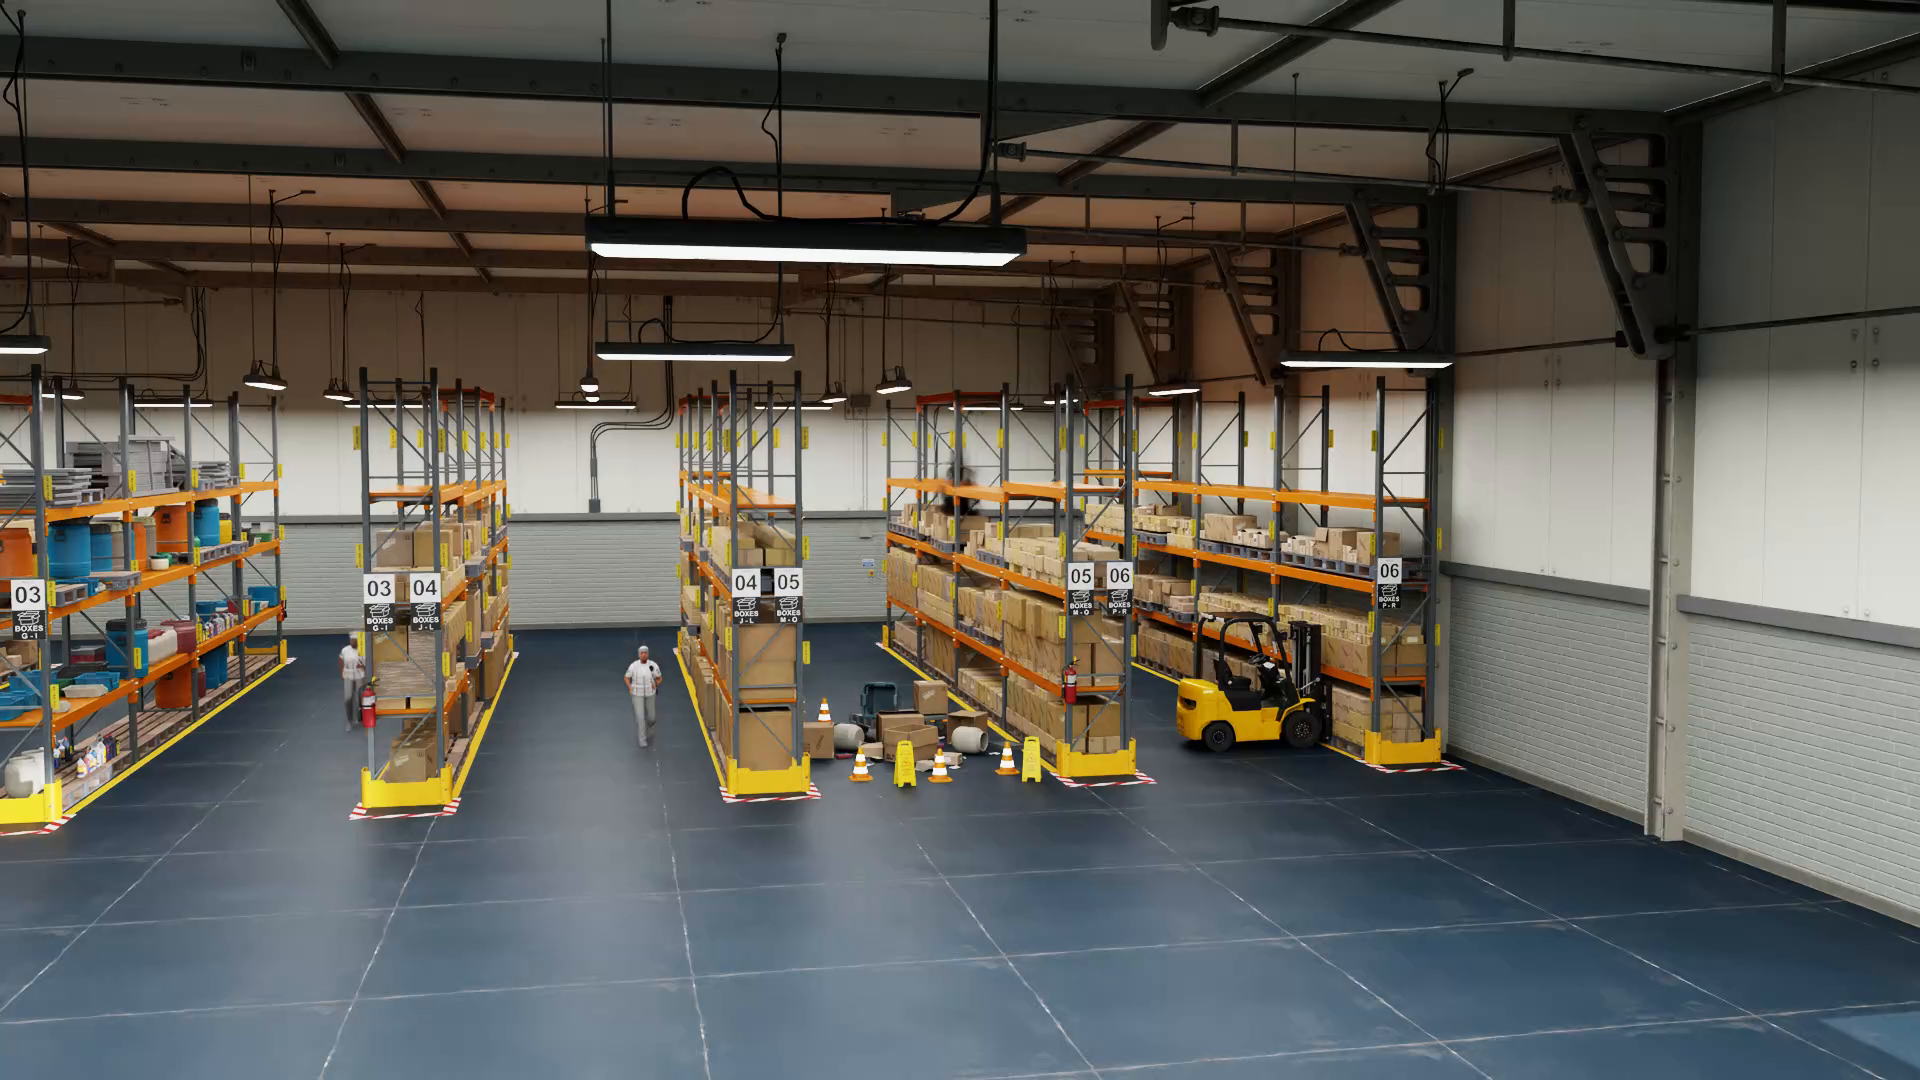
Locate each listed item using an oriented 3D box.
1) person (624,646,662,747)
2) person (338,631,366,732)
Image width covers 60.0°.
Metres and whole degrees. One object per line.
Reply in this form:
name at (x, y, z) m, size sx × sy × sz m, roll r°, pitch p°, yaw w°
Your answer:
person at (-5.221, 2.558, 27.427) m, size 0.615 × 1.624 × 0.727 m, roll -1°, pitch 4°, yaw -15°
person at (-10.525, 2.448, 28.907) m, size 0.543 × 1.756 × 0.741 m, roll -1°, pitch 4°, yaw -17°
